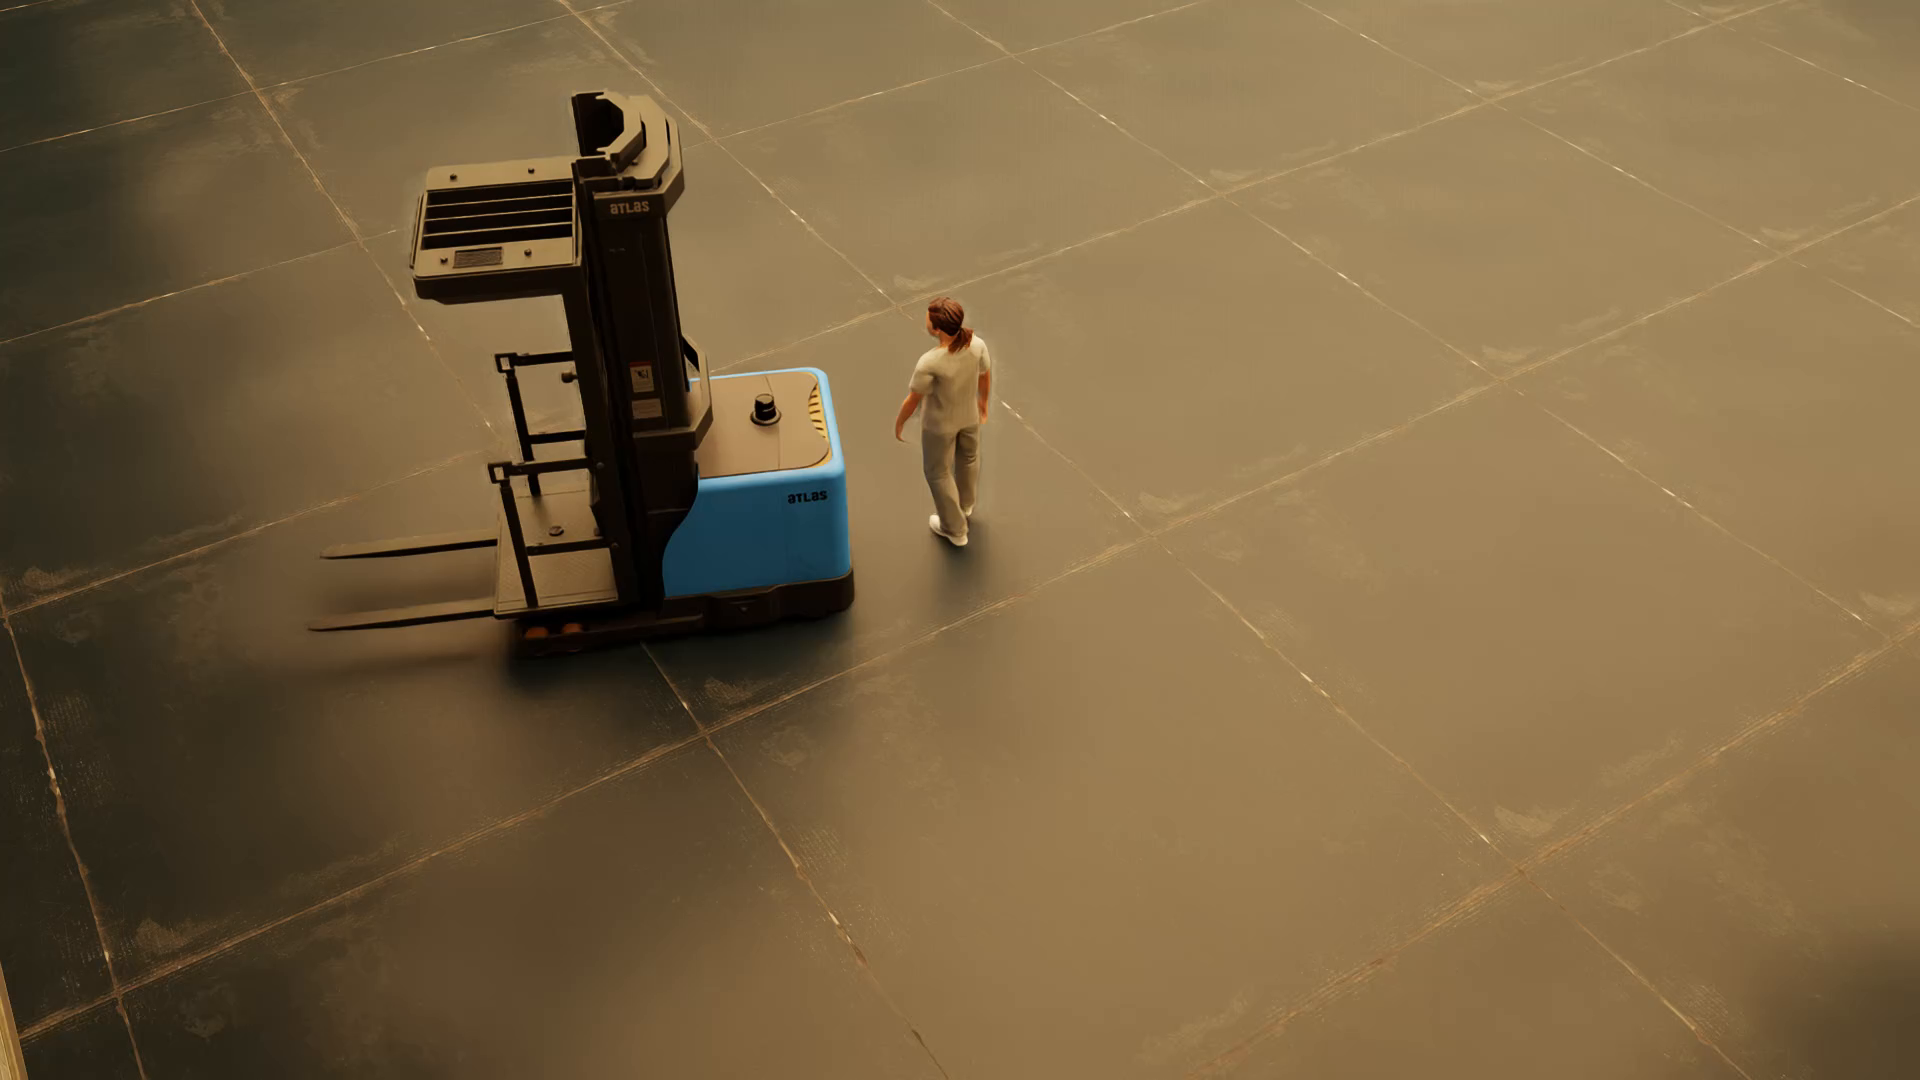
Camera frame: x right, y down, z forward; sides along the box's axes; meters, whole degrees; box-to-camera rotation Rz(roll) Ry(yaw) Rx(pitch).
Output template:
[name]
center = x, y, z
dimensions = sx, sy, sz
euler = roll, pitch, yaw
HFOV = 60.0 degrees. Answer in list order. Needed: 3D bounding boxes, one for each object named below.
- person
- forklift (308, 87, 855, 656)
[person]
center = -0.117, -0.722, 9.603
dimensions = 0.574, 1.663, 0.515
euler = -25, 47, -26
[forklift]
center = -2.174, -0.829, 8.820
dimensions = 3.031, 2.935, 1.130
euler = -7, 42, -7
